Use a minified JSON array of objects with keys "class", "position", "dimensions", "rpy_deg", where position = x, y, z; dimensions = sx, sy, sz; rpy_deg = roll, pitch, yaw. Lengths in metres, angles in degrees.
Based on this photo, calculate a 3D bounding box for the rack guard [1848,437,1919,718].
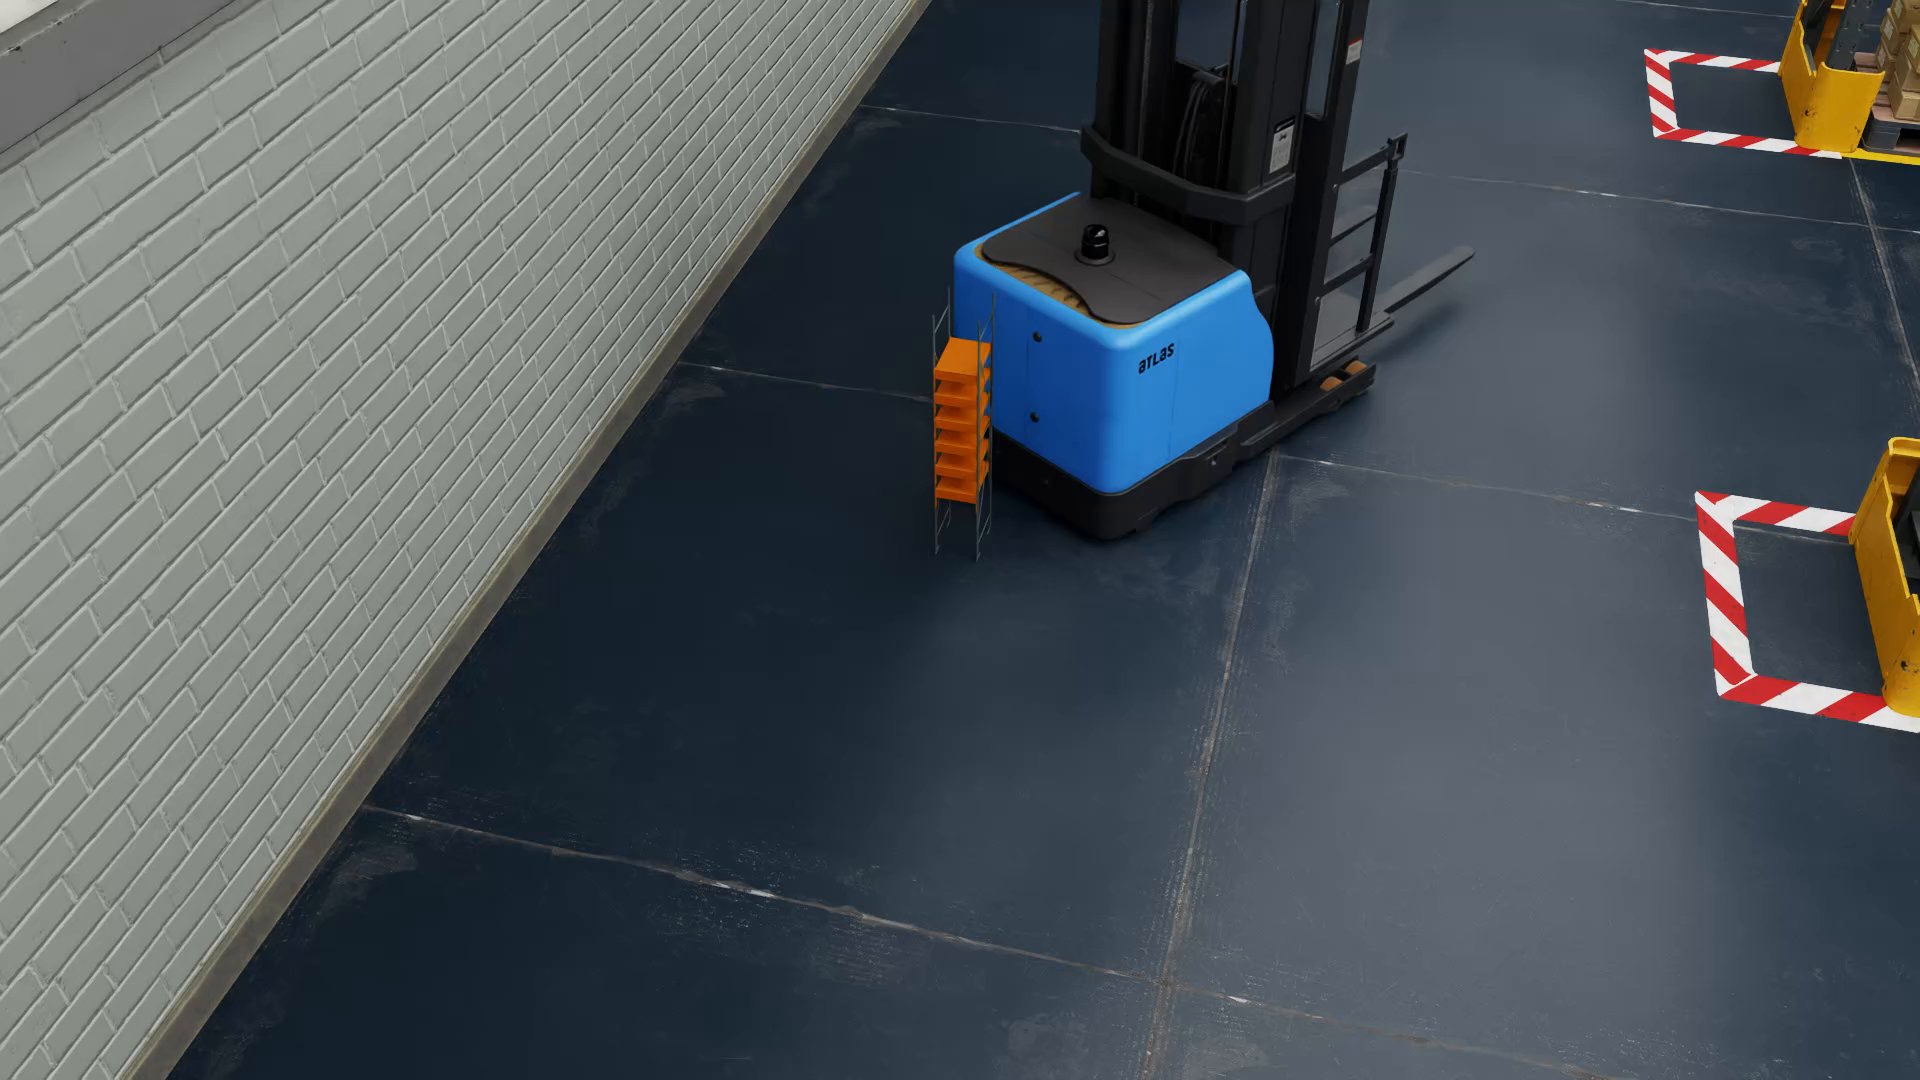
[{"class":"rack guard","position":[3.914,0.142,6.693],"dimensions":[0.348,0.500,1.175],"rpy_deg":[10,41,11]}]

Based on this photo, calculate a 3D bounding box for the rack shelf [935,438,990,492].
[{"class":"rack shelf","position":[0.014,-0.331,6.967],"dimensions":[0.180,0.103,0.258],"rpy_deg":[10,41,11]}]

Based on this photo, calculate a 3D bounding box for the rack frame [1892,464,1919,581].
[{"class":"rack frame","position":[3.937,-0.812,5.884],"dimensions":[0.127,3.000,1.000],"rpy_deg":[10,41,11]}]

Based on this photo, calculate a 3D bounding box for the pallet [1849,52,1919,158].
[{"class":"pallet","position":[6.166,-2.639,10.228],"dimensions":[1.213,0.211,1.003],"rpy_deg":[10,41,11]}]

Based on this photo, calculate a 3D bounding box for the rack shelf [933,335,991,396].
[{"class":"rack shelf","position":[0.014,-0.699,6.658],"dimensions":[0.180,0.103,0.258],"rpy_deg":[10,41,11]}]

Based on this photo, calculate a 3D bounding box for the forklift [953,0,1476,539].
[{"class":"forklift","position":[1.373,-1.957,7.301],"dimensions":[3.031,2.935,1.130],"rpy_deg":[-31,49,-32]}]

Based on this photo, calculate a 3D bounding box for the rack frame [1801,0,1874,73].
[{"class":"rack frame","position":[5.317,-3.876,9.533],"dimensions":[0.127,3.000,1.000],"rpy_deg":[10,41,11]}]

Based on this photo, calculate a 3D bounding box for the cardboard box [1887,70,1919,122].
[{"class":"cardboard box","position":[5.740,-2.659,9.974],"dimensions":[0.250,0.149,0.380],"rpy_deg":[11,41,12]}]

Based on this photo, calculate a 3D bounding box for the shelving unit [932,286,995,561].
[{"class":"shelving unit","position":[0.014,-0.457,6.861],"dimensions":[0.189,1.200,0.258],"rpy_deg":[10,41,11]}]

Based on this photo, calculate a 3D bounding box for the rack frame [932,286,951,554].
[{"class":"rack frame","position":[-0.074,-0.472,6.879],"dimensions":[0.006,1.200,0.240],"rpy_deg":[10,41,11]}]

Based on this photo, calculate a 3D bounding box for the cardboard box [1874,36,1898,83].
[{"class":"cardboard box","position":[5.879,-2.987,10.365],"dimensions":[0.250,0.149,0.380],"rpy_deg":[10,41,12]}]

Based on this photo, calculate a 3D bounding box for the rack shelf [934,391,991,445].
[{"class":"rack shelf","position":[0.014,-0.515,6.813],"dimensions":[0.180,0.103,0.258],"rpy_deg":[10,41,11]}]

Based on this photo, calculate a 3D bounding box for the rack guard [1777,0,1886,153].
[{"class":"rack guard","position":[5.390,-2.906,10.322],"dimensions":[0.348,0.500,1.175],"rpy_deg":[10,41,11]}]

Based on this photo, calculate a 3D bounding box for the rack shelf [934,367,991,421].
[{"class":"rack shelf","position":[0.014,-0.607,6.735],"dimensions":[0.180,0.103,0.258],"rpy_deg":[10,41,11]}]

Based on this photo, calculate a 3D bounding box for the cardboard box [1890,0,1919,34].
[{"class":"cardboard box","position":[5.894,-3.243,10.206],"dimensions":[0.250,0.149,0.380],"rpy_deg":[10,41,12]}]

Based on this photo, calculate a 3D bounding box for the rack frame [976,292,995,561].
[{"class":"rack frame","position":[0.102,-0.442,6.843],"dimensions":[0.006,1.200,0.240],"rpy_deg":[10,41,11]}]

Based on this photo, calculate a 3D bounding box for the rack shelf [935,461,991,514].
[{"class":"rack shelf","position":[0.014,-0.239,7.044],"dimensions":[0.180,0.103,0.258],"rpy_deg":[10,41,11]}]

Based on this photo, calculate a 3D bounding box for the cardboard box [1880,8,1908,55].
[{"class":"cardboard box","position":[5.901,-3.149,10.326],"dimensions":[0.250,0.149,0.380],"rpy_deg":[9,41,10]}]

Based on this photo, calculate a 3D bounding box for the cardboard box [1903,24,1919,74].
[{"class":"cardboard box","position":[5.735,-2.875,9.768],"dimensions":[0.250,0.149,0.380],"rpy_deg":[8,41,9]}]

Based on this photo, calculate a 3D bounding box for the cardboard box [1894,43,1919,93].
[{"class":"cardboard box","position":[5.757,-2.813,9.926],"dimensions":[0.250,0.149,0.380],"rpy_deg":[11,41,13]}]

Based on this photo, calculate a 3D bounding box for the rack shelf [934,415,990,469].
[{"class":"rack shelf","position":[0.014,-0.423,6.890],"dimensions":[0.180,0.103,0.258],"rpy_deg":[10,41,11]}]
